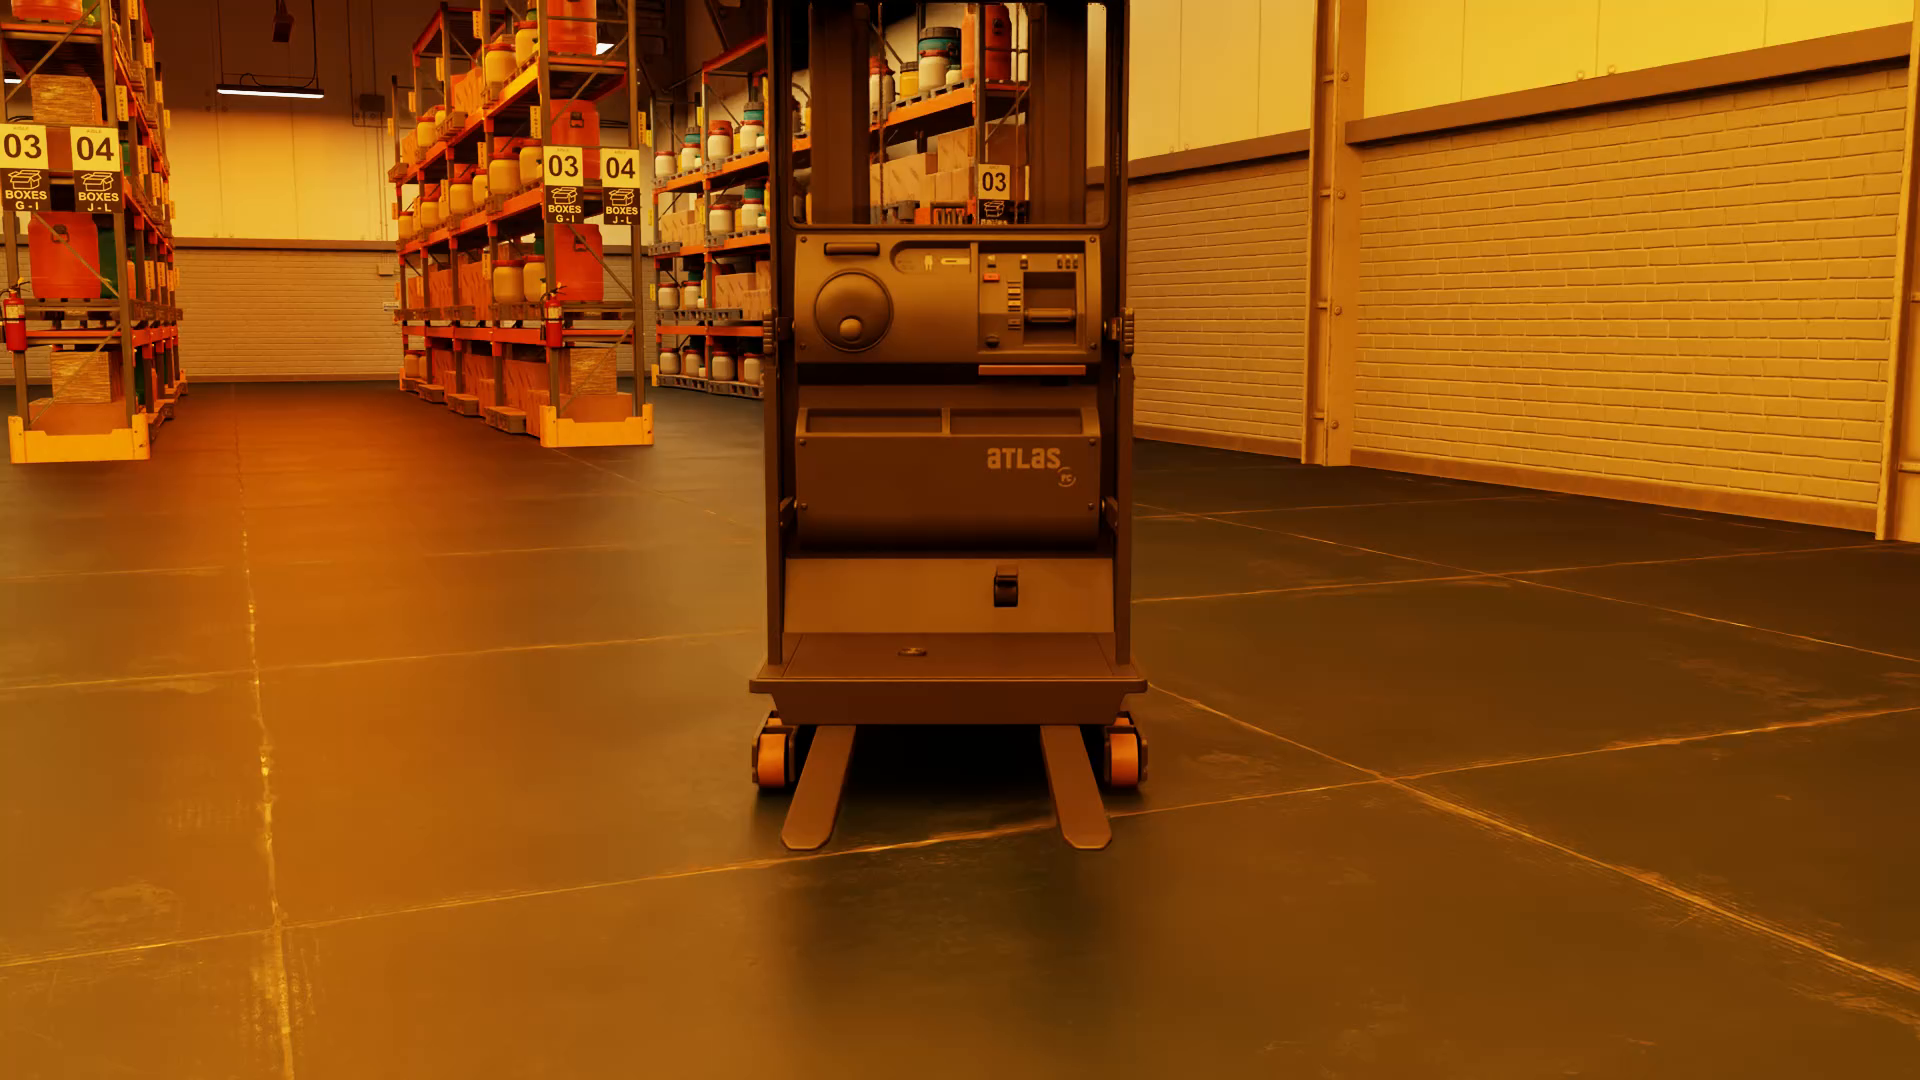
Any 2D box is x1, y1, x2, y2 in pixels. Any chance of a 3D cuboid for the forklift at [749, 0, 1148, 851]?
[{"bbox_3d":[-0.033,-0.779,4.849,1.130,2.935,3.031,0,8,0],"label":"forklift"}]
